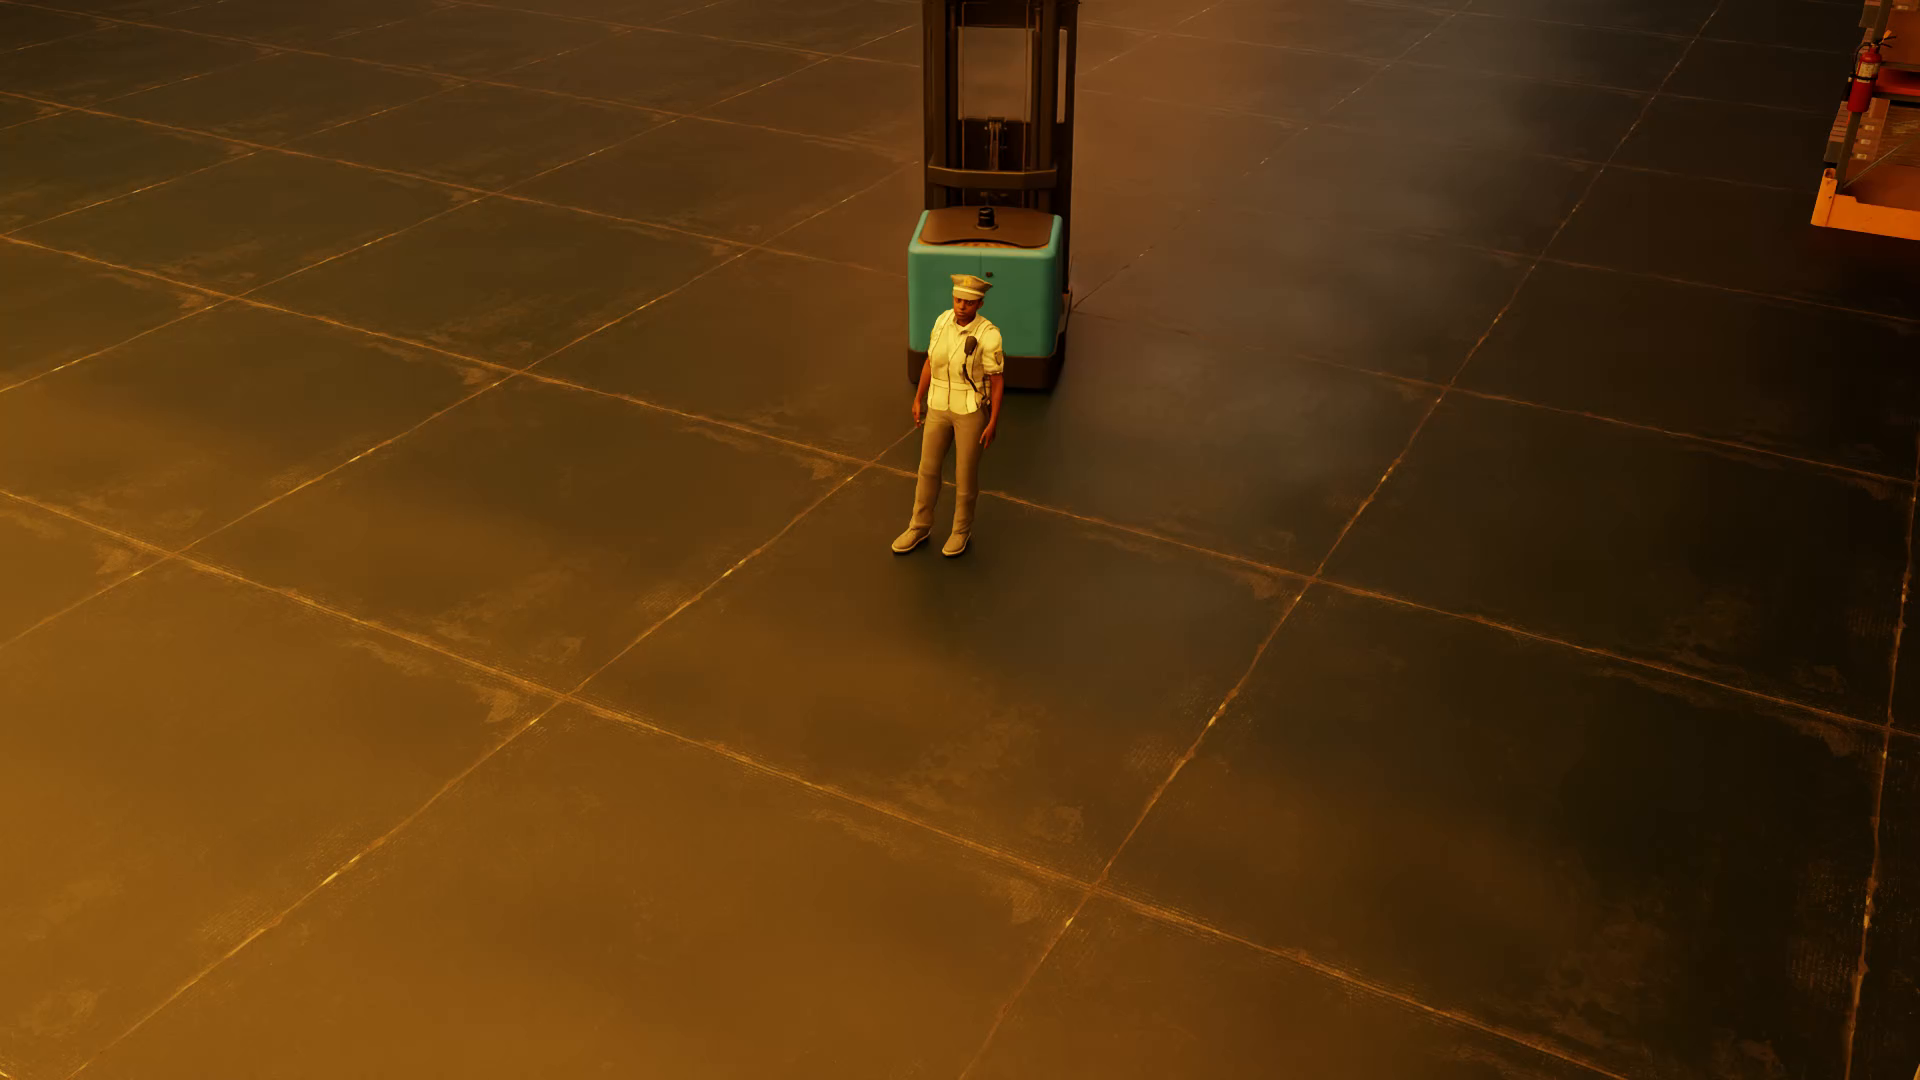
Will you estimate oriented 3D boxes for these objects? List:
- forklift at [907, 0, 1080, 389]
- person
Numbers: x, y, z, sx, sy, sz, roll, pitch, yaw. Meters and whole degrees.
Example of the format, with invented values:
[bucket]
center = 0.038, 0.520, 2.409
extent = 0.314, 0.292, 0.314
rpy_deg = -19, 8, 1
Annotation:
[forklift]
center = 0.308, -3.046, 12.348
extent = 1.130, 2.935, 3.031
rpy_deg = 3, 30, 6
[person]
center = -0.053, -0.712, 9.527
extent = 0.570, 1.697, 0.528
rpy_deg = 15, 33, 25
